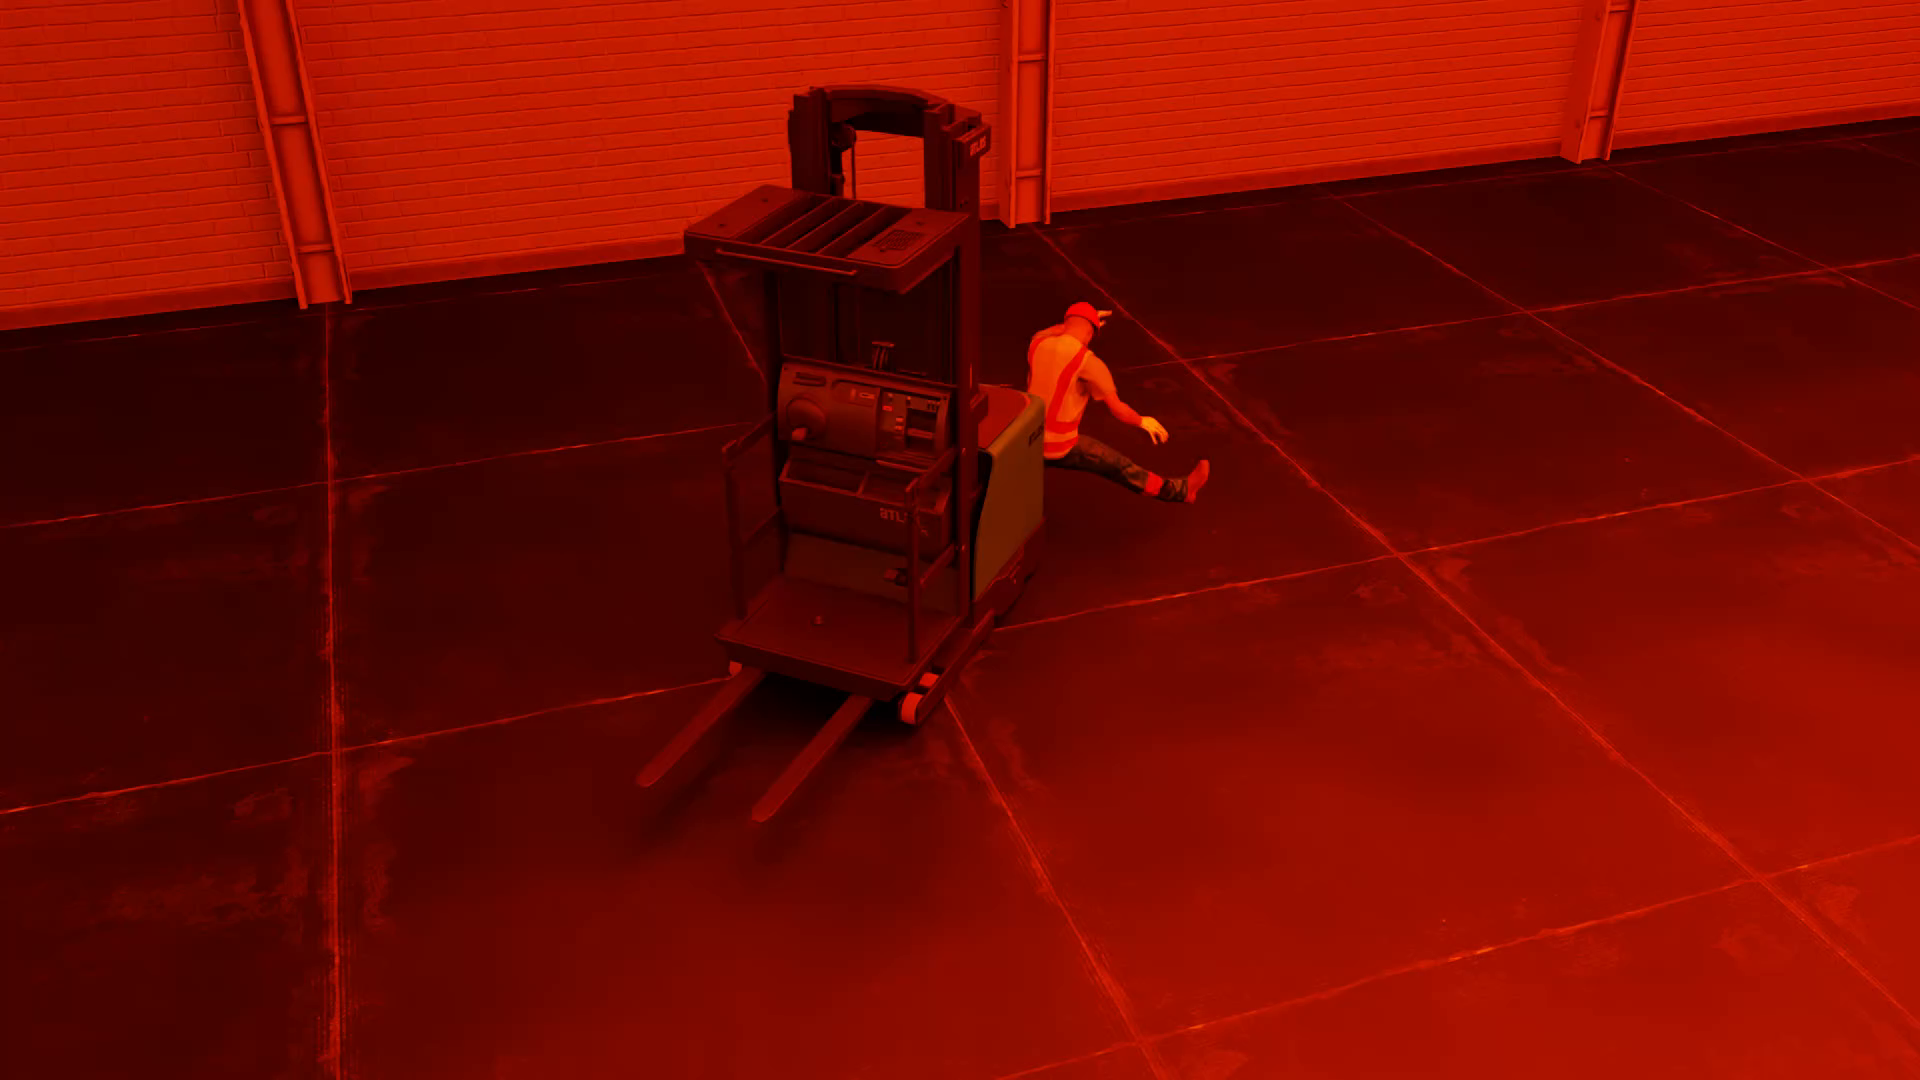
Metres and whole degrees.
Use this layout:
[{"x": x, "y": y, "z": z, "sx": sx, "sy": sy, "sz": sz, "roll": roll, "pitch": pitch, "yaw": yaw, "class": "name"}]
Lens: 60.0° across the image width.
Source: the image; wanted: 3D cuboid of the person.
[{"x": 0.770, "y": -0.751, "z": 9.966, "sx": 1.130, "sy": 1.389, "sz": 1.059, "roll": -18, "pitch": 35, "yaw": -28, "class": "person"}]

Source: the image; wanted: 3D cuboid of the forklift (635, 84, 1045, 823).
[{"x": -0.570, "y": -0.578, "z": 8.091, "sx": 1.130, "sy": 2.935, "sz": 3.031, "roll": 13, "pitch": 32, "yaw": 21, "class": "forklift"}]
